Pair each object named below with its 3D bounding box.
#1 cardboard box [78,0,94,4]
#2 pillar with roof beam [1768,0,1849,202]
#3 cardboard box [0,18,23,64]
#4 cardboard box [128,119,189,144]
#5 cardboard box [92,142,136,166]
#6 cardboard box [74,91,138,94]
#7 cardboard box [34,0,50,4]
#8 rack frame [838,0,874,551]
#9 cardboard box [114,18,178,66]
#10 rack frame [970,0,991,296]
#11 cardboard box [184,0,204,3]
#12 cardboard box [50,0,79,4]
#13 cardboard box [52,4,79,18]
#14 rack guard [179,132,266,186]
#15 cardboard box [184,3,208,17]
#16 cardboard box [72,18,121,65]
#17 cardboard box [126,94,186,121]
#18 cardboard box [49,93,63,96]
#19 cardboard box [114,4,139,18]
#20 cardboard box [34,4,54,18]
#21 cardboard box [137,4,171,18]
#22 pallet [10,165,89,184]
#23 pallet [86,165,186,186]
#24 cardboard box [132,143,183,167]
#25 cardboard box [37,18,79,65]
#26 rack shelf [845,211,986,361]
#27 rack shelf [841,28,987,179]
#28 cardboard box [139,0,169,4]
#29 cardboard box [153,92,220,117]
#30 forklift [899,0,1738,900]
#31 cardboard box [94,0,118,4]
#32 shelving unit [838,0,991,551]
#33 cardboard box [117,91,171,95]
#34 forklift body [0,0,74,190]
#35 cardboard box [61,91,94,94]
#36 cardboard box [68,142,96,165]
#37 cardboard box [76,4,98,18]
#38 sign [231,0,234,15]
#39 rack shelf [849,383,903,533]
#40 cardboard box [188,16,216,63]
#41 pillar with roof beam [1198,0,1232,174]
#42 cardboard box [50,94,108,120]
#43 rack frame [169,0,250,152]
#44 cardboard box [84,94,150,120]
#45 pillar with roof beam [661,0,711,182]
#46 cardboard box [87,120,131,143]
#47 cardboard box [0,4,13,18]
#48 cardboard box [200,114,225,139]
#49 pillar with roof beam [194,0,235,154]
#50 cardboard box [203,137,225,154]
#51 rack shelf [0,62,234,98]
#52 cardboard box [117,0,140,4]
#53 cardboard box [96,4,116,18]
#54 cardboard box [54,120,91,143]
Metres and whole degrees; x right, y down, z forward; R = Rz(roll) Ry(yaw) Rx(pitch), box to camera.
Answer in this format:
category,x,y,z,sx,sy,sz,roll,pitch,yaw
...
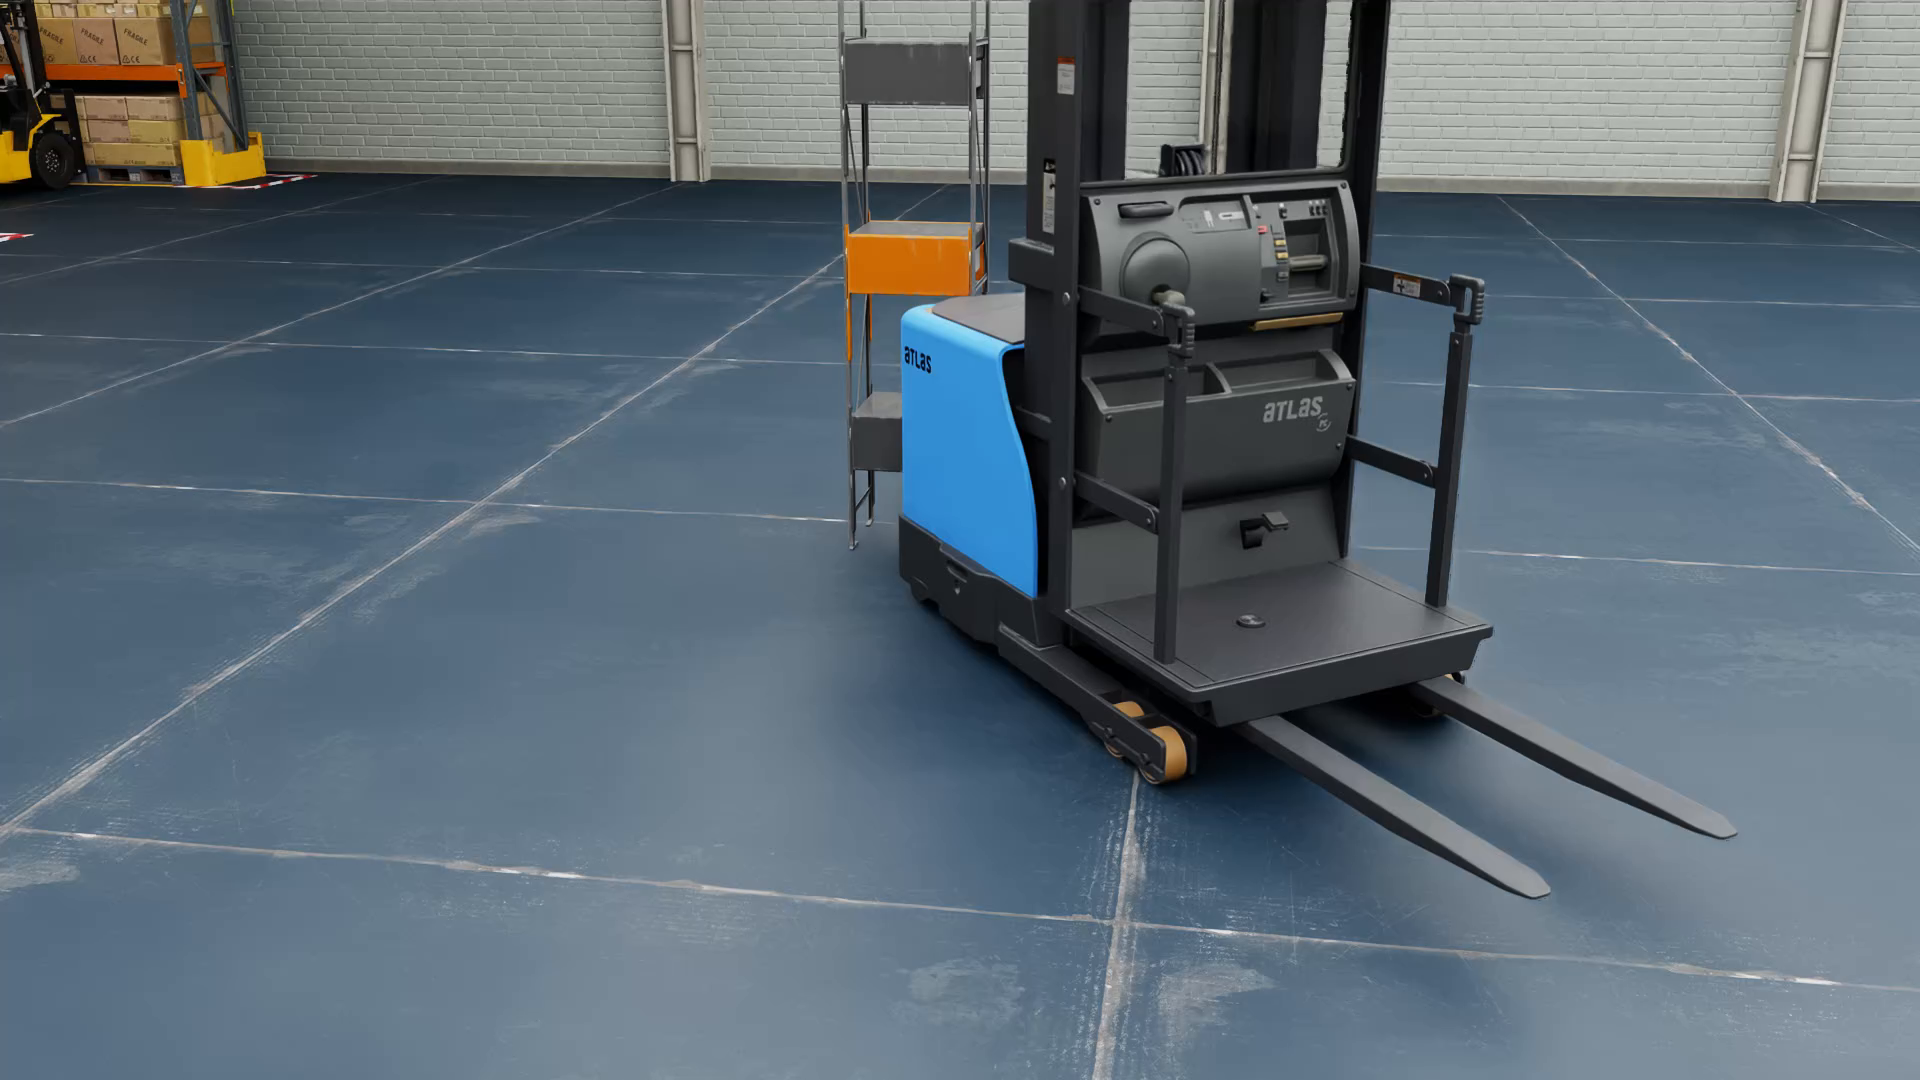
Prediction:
category,x,y,z,sx,sy,sz,roll,pitch,yaw
cardboard box,-9.627,-6.070,18.570,0.250,0.149,0.380,3,19,9
pillar with roof beam,8.050,-6.487,12.009,0.400,9.000,9.100,3,19,9
cardboard box,-10.537,-5.646,18.791,0.500,0.500,0.500,3,19,9
cardboard box,-9.025,-4.638,18.821,0.500,0.250,0.500,3,19,8
cardboard box,-9.498,-4.427,18.978,0.500,0.250,0.500,3,19,9
cardboard box,-9.925,-5.085,19.368,0.500,0.250,0.500,3,19,8
cardboard box,-10.158,-6.060,18.539,0.250,0.149,0.380,3,19,10
rack frame,-0.404,-1.016,6.532,0.015,2.100,0.400,3,19,9
cardboard box,-9.022,-5.569,18.562,0.500,0.500,0.500,3,19,7
rack frame,0.077,-0.992,6.458,0.015,2.100,0.400,3,19,9
cardboard box,-8.792,-6.159,18.835,0.250,0.149,0.380,3,19,8
cardboard box,-9.902,-6.049,18.505,0.250,0.149,0.380,3,19,10
cardboard box,-9.899,-5.914,18.572,0.250,0.149,0.380,2,19,7
rack guard,-8.471,-4.393,19.143,0.348,0.500,1.175,3,19,9
cardboard box,-8.788,-6.033,18.925,0.250,0.149,0.380,2,19,7
cardboard box,-9.533,-5.598,18.649,0.500,0.500,0.500,4,19,10
cardboard box,-8.999,-4.874,18.738,0.500,0.250,0.500,4,19,10
cardboard box,-10.503,-4.948,18.960,0.500,0.250,0.500,3,19,8
cardboard box,-9.138,-5.867,18.432,0.250,0.149,0.380,3,19,10
cardboard box,-10.152,-5.921,18.591,0.250,0.149,0.380,3,19,9
cardboard box,-8.881,-5.864,18.421,0.250,0.149,0.380,3,19,9
pallet,-10.457,-4.344,19.454,1.213,0.211,1.003,3,19,9
pallet,-9.256,-4.282,19.268,1.213,0.211,1.003,3,19,9
cardboard box,-9.009,-4.399,18.895,0.500,0.250,0.500,3,19,9
cardboard box,-10.039,-5.624,18.726,0.500,0.500,0.500,3,19,8
rack shelf,-0.163,-0.991,6.499,0.480,0.518,0.431,3,19,9
rack shelf,-0.163,-1.655,6.277,0.480,0.518,0.431,3,19,9
cardboard box,-8.882,-6.027,18.441,0.250,0.149,0.380,3,19,9
cardboard box,-8.939,-5.032,19.211,0.500,0.250,0.500,3,19,8
forklift,0.891,-0.855,4.741,1.130,2.935,3.031,-9,21,-25
cardboard box,-9.393,-6.035,18.463,0.250,0.149,0.380,3,19,10
shelving unit,-0.163,-1.004,6.495,0.503,2.100,0.431,3,19,9
cardboard box,-9.433,-5.056,19.282,0.500,0.250,0.500,3,19,9
forklift body,-10.656,-4.701,17.462,1.214,2.155,2.313,3,19,9
cardboard box,-10.430,-5.113,19.451,0.500,0.250,0.500,3,19,8
cardboard box,-9.991,-4.455,19.062,0.500,0.250,0.500,3,19,9
cardboard box,-9.628,-5.916,18.576,0.250,0.149,0.380,3,19,8
sign,-8.401,-6.201,19.119,0.005,0.325,0.100,3,19,9
rack shelf,-0.163,-0.327,6.721,0.480,0.518,0.431,3,19,9
cardboard box,-8.940,-5.739,19.069,0.500,0.500,0.500,4,19,10
pillar with roof beam,2.126,-6.789,12.911,0.400,9.000,9.100,3,19,9
cardboard box,-10.004,-4.920,18.876,0.500,0.250,0.500,3,19,9
rack frame,-8.495,-5.579,18.750,0.127,3.000,1.000,3,19,9
cardboard box,-9.504,-4.898,18.810,0.500,0.250,0.500,3,19,10
pillar with roof beam,-3.798,-7.091,13.814,0.400,9.000,9.100,3,19,9
cardboard box,-9.518,-4.667,18.907,0.500,0.250,0.500,3,19,8
cardboard box,-10.647,-5.953,18.688,0.250,0.149,0.380,3,19,8
cardboard box,-8.926,-4.800,19.306,0.500,0.250,0.500,3,19,10
pillar with roof beam,-9.722,-7.393,14.716,0.400,9.000,9.100,3,19,9
cardboard box,-8.949,-4.560,19.377,0.500,0.250,0.500,3,19,9
rack shelf,-10.469,-5.339,19.165,4.000,0.370,1.077,3,19,9
cardboard box,-9.130,-6.030,18.449,0.250,0.149,0.380,3,19,9
cardboard box,-9.385,-5.900,18.528,0.250,0.149,0.380,3,19,10
cardboard box,-10.031,-4.686,18.965,0.500,0.250,0.500,2,19,7
